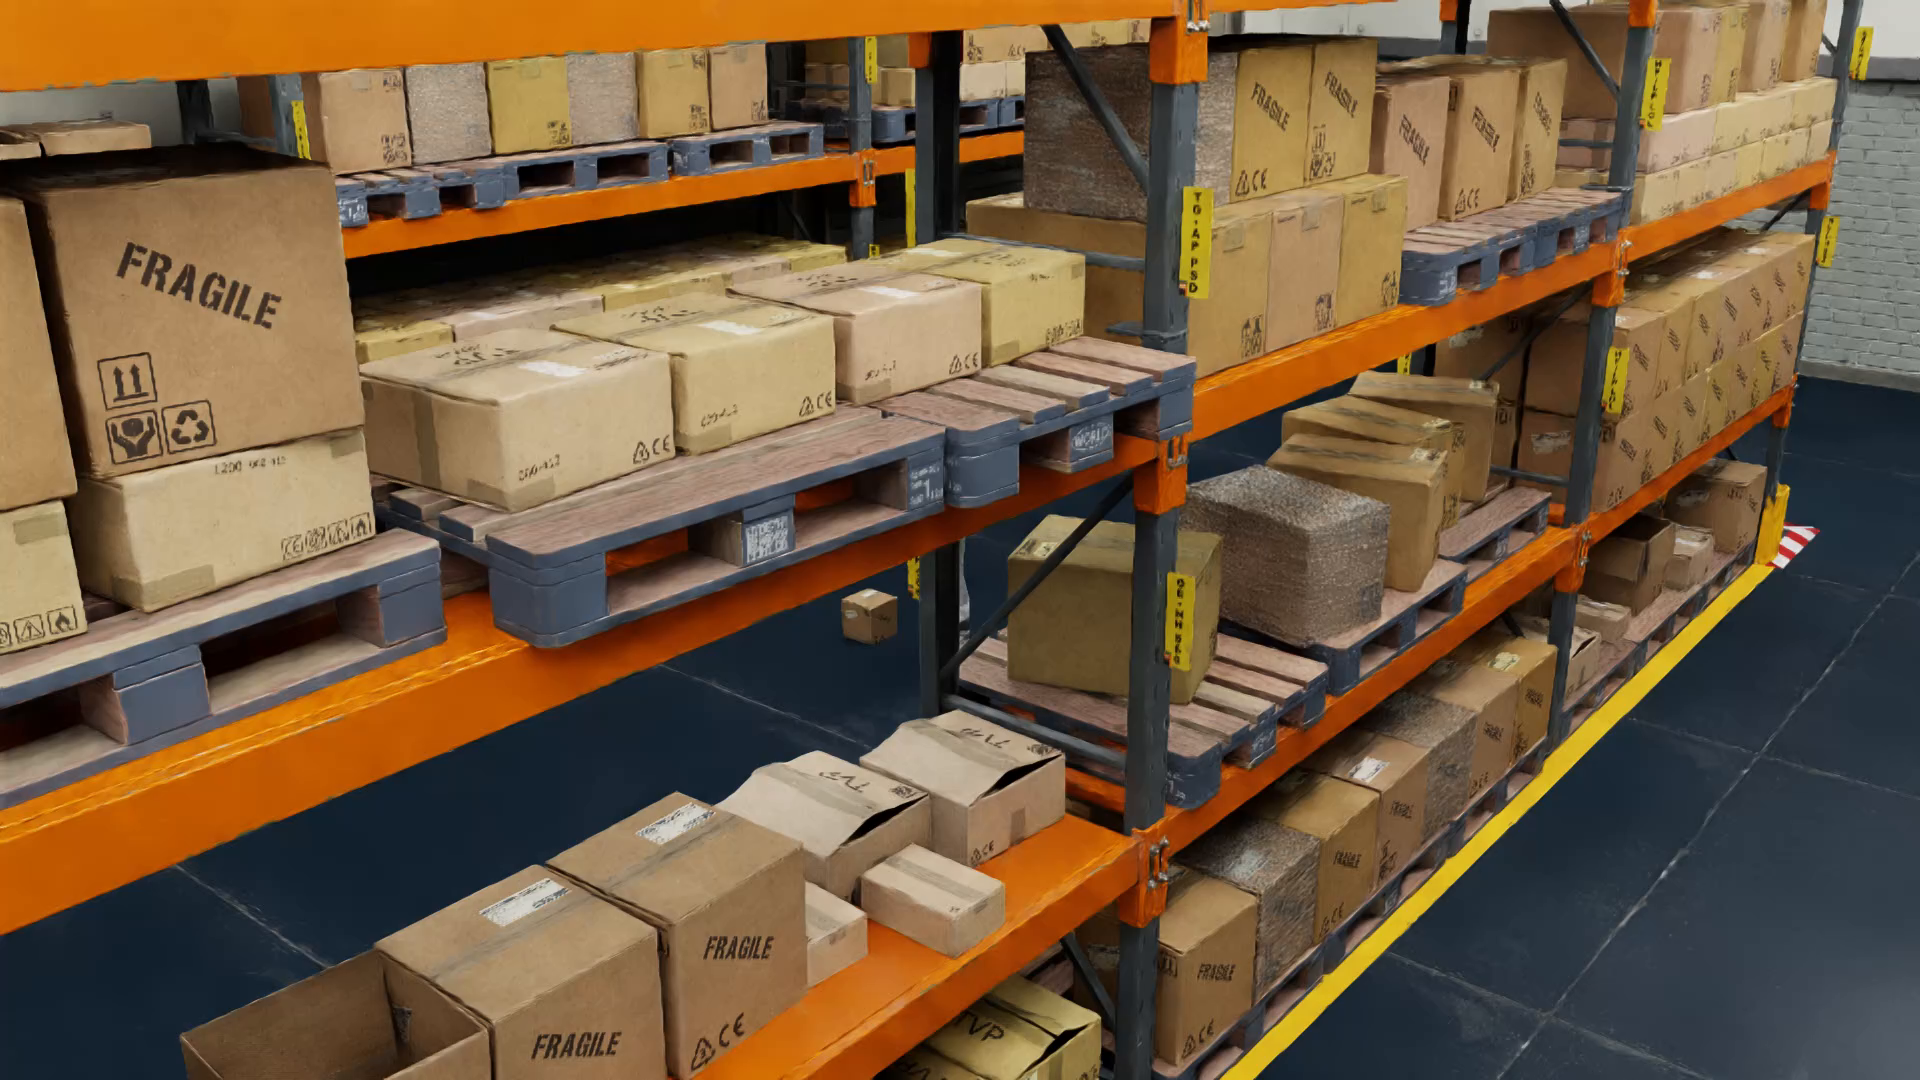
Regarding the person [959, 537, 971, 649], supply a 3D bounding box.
[{"bbox_3d":[-0.108,-0.127,9.828,0.335,1.793,0.711,4,20,11],"label":"person"}]
